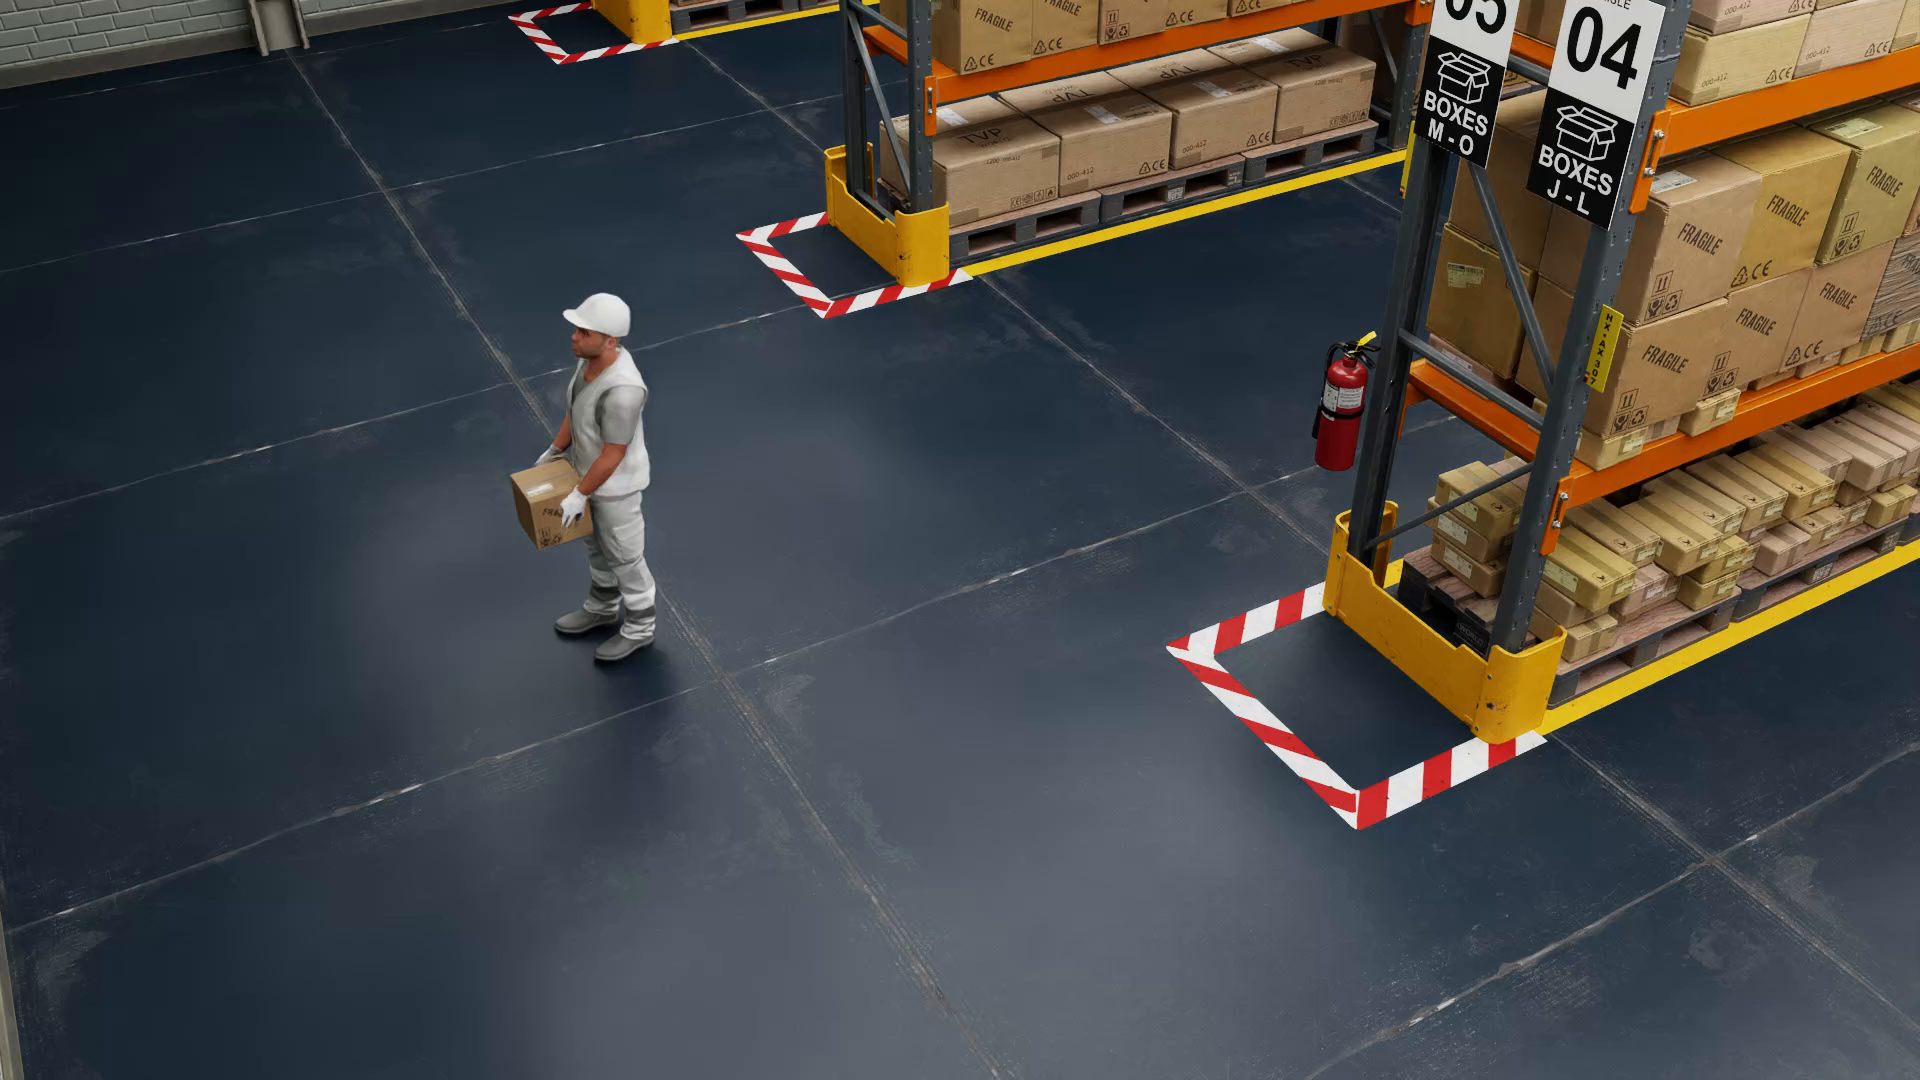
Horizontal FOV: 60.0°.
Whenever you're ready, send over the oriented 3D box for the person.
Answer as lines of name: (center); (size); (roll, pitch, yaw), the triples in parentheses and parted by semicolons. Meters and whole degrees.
person: (-1.581, -0.244, 7.229); (0.505, 1.793, 0.541); (-17, 40, -22)
